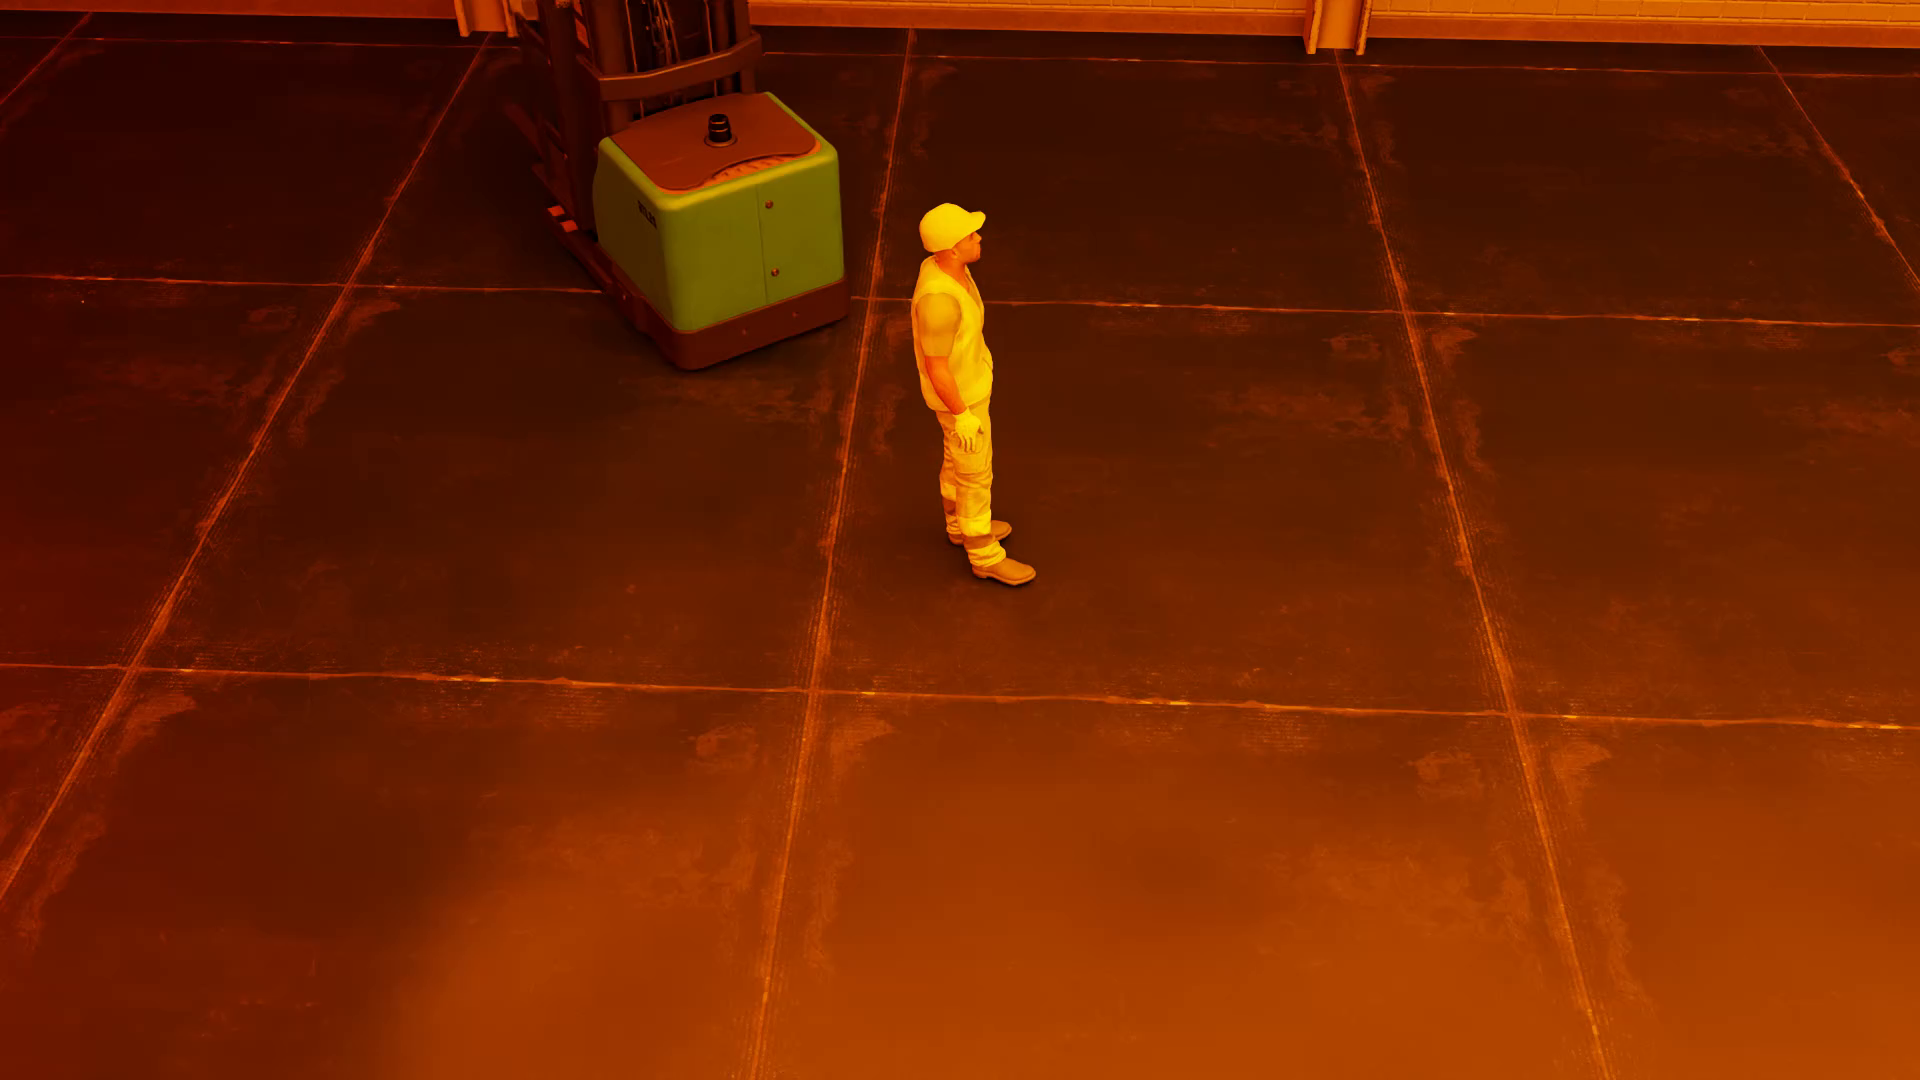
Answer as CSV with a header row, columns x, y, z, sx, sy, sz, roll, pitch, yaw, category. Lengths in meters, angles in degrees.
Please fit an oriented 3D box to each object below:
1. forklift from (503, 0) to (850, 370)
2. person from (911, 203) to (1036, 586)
x,y,z,sx,sy,sz,roll,pitch,yaw,category
-1.826,-2.951,8.975,1.130,2.935,3.031,-23,47,-23,forklift
0.079,-0.656,7.297,0.564,1.787,0.638,2,42,2,person
